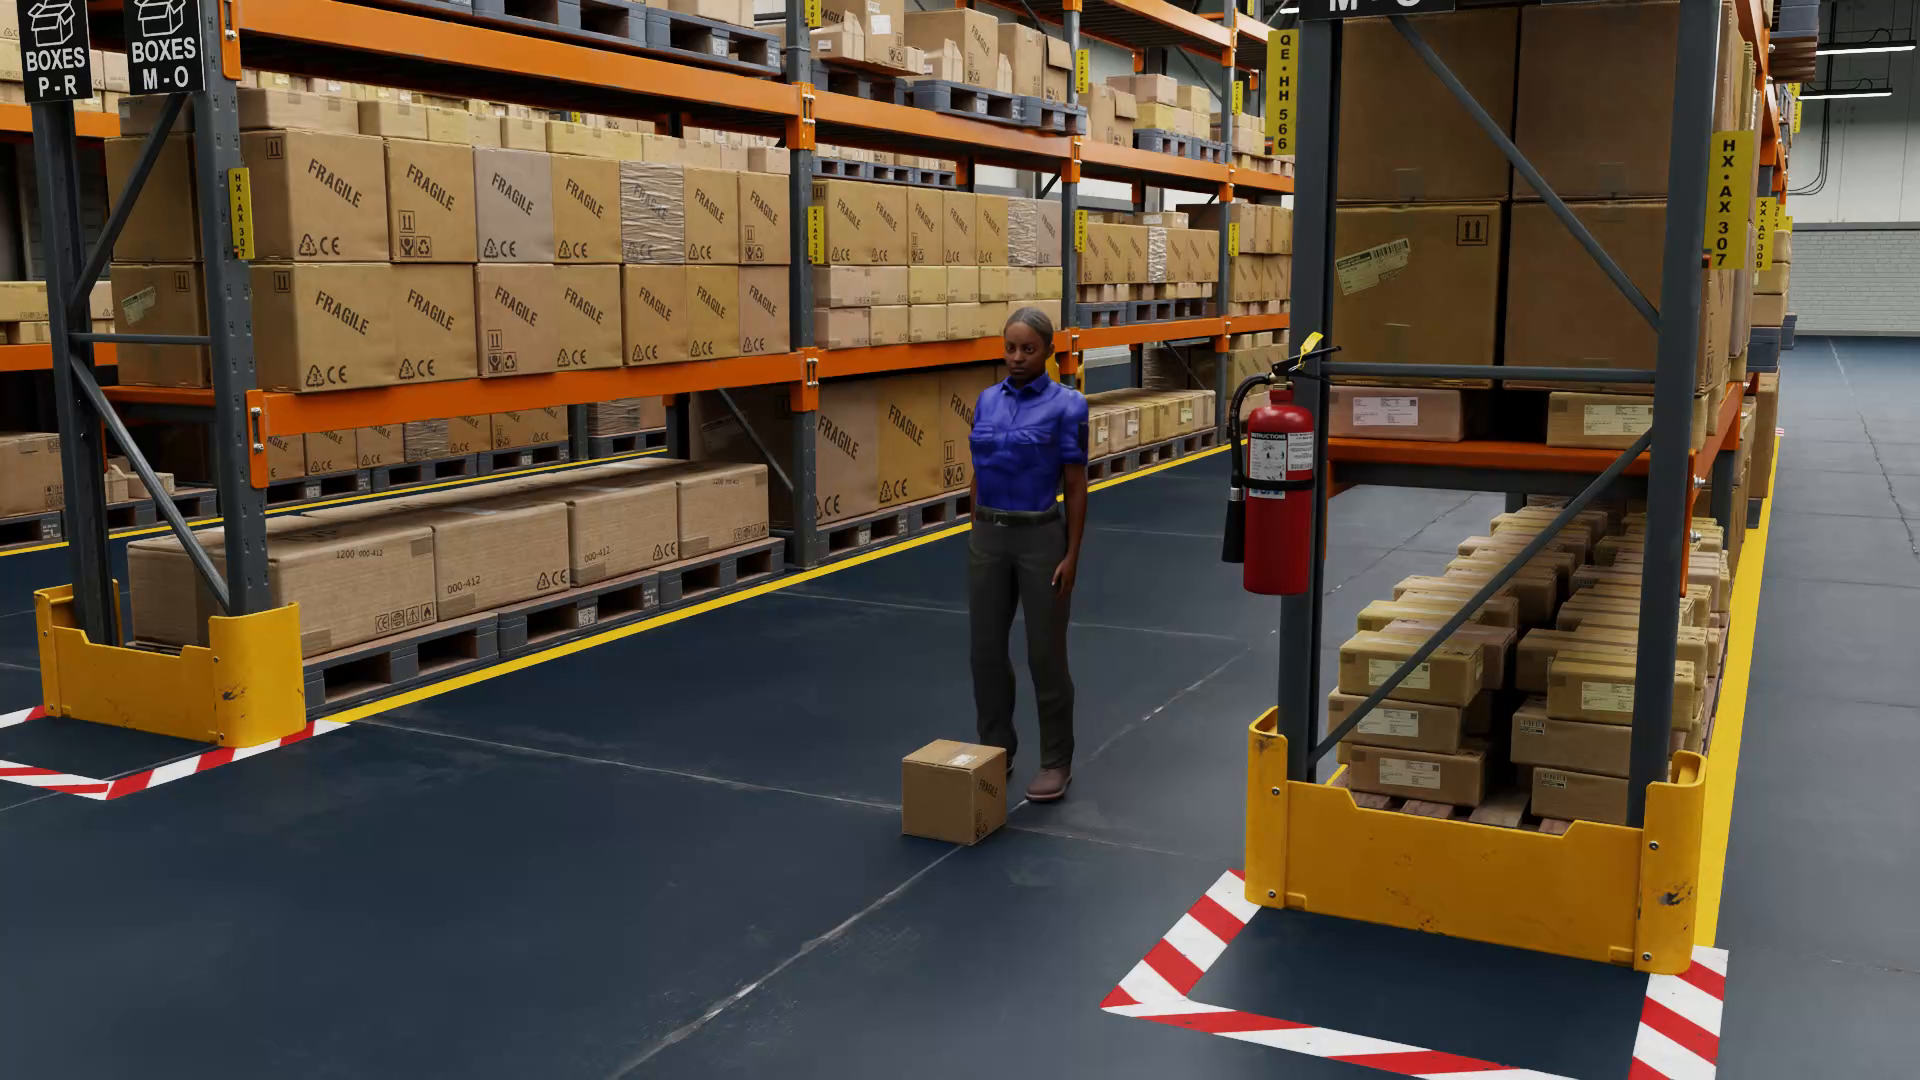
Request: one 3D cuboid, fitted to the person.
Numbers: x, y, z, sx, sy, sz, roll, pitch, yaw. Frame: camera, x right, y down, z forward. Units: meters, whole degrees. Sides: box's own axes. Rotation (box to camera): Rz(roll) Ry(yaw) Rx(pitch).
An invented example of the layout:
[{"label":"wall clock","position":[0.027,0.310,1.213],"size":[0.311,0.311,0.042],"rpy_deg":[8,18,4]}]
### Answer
[{"label":"person","position":[0.221,0.044,5.634],"size":[0.438,1.658,0.300],"rpy_deg":[5,10,27]}]
